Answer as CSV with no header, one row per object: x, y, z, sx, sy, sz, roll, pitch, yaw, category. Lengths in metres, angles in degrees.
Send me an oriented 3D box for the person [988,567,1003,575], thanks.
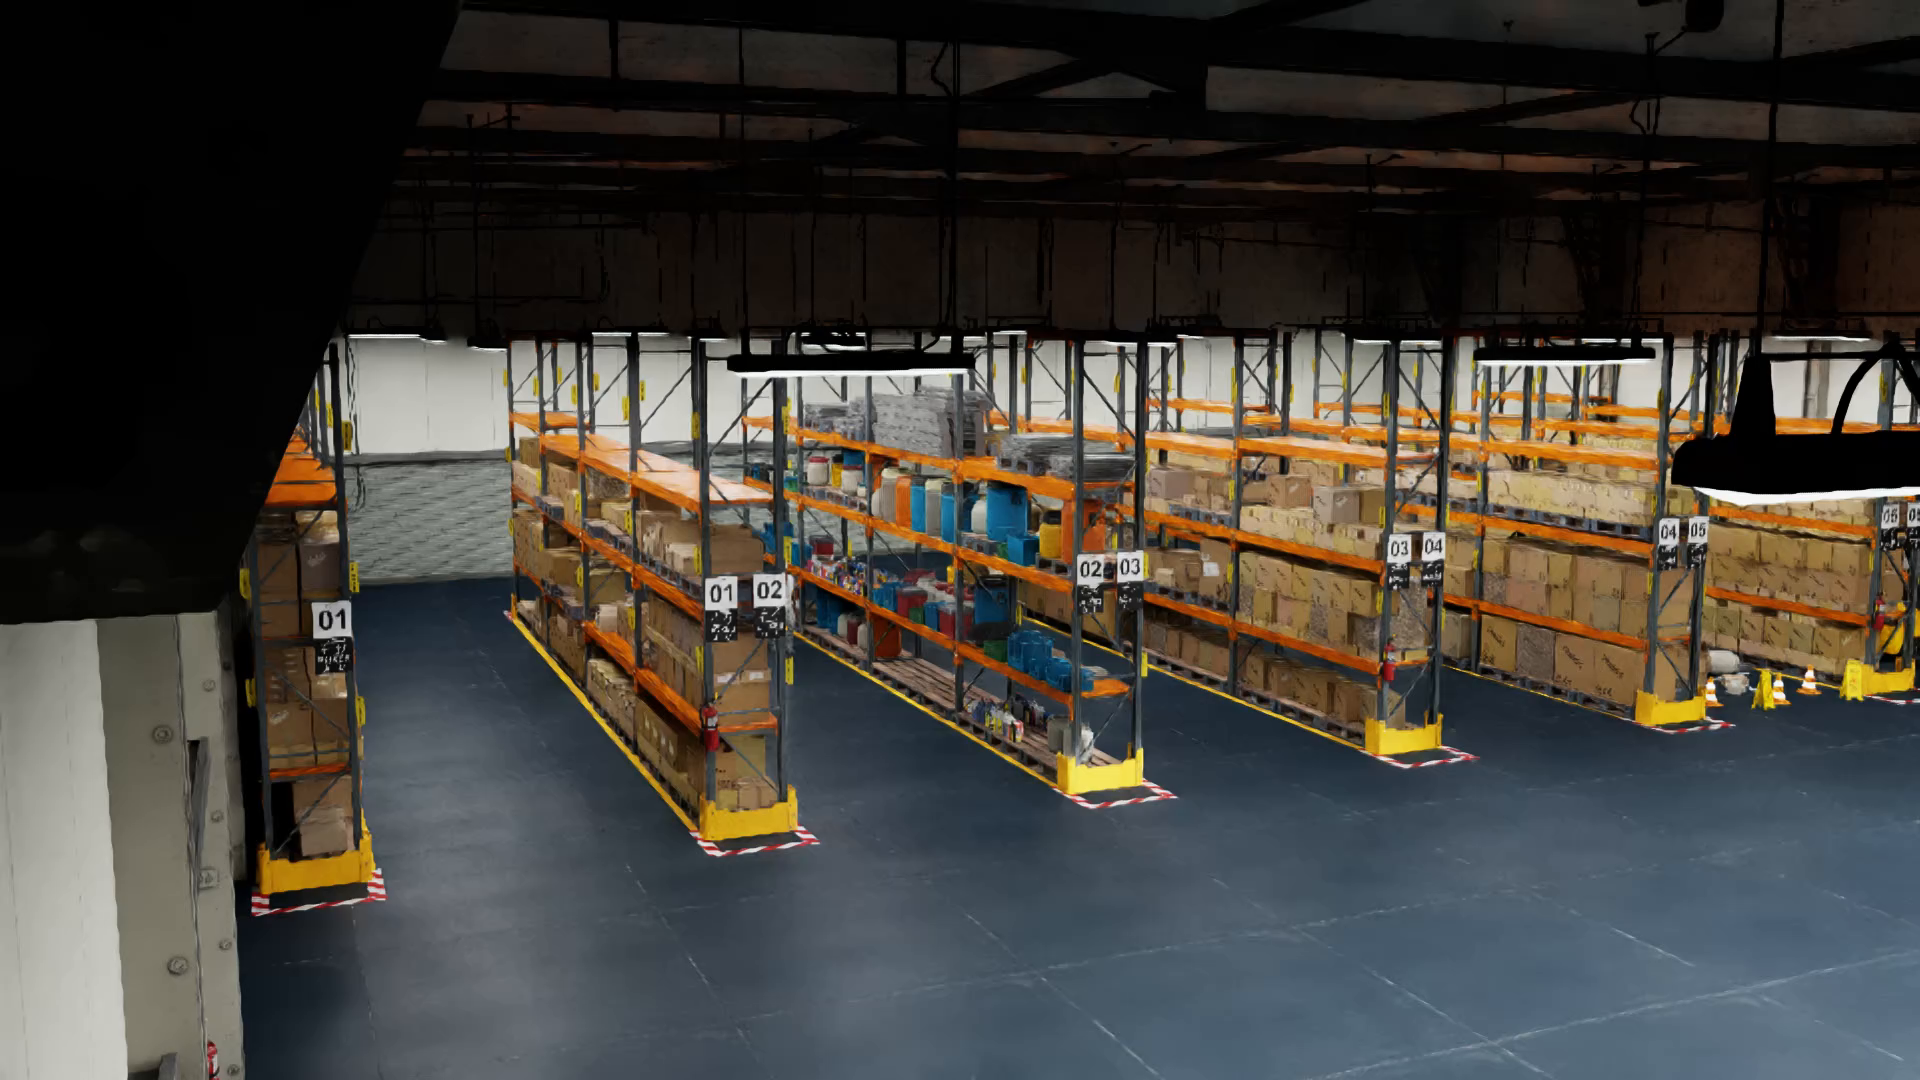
0.679,0.966,33.576,0.648,1.588,0.698,-1,8,-4,person

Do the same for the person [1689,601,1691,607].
15.516,0.607,35.962,0.560,1.662,0.588,0,8,3,person

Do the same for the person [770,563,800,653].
-3.309,1.244,31.133,0.732,1.743,0.692,-3,8,-19,person
